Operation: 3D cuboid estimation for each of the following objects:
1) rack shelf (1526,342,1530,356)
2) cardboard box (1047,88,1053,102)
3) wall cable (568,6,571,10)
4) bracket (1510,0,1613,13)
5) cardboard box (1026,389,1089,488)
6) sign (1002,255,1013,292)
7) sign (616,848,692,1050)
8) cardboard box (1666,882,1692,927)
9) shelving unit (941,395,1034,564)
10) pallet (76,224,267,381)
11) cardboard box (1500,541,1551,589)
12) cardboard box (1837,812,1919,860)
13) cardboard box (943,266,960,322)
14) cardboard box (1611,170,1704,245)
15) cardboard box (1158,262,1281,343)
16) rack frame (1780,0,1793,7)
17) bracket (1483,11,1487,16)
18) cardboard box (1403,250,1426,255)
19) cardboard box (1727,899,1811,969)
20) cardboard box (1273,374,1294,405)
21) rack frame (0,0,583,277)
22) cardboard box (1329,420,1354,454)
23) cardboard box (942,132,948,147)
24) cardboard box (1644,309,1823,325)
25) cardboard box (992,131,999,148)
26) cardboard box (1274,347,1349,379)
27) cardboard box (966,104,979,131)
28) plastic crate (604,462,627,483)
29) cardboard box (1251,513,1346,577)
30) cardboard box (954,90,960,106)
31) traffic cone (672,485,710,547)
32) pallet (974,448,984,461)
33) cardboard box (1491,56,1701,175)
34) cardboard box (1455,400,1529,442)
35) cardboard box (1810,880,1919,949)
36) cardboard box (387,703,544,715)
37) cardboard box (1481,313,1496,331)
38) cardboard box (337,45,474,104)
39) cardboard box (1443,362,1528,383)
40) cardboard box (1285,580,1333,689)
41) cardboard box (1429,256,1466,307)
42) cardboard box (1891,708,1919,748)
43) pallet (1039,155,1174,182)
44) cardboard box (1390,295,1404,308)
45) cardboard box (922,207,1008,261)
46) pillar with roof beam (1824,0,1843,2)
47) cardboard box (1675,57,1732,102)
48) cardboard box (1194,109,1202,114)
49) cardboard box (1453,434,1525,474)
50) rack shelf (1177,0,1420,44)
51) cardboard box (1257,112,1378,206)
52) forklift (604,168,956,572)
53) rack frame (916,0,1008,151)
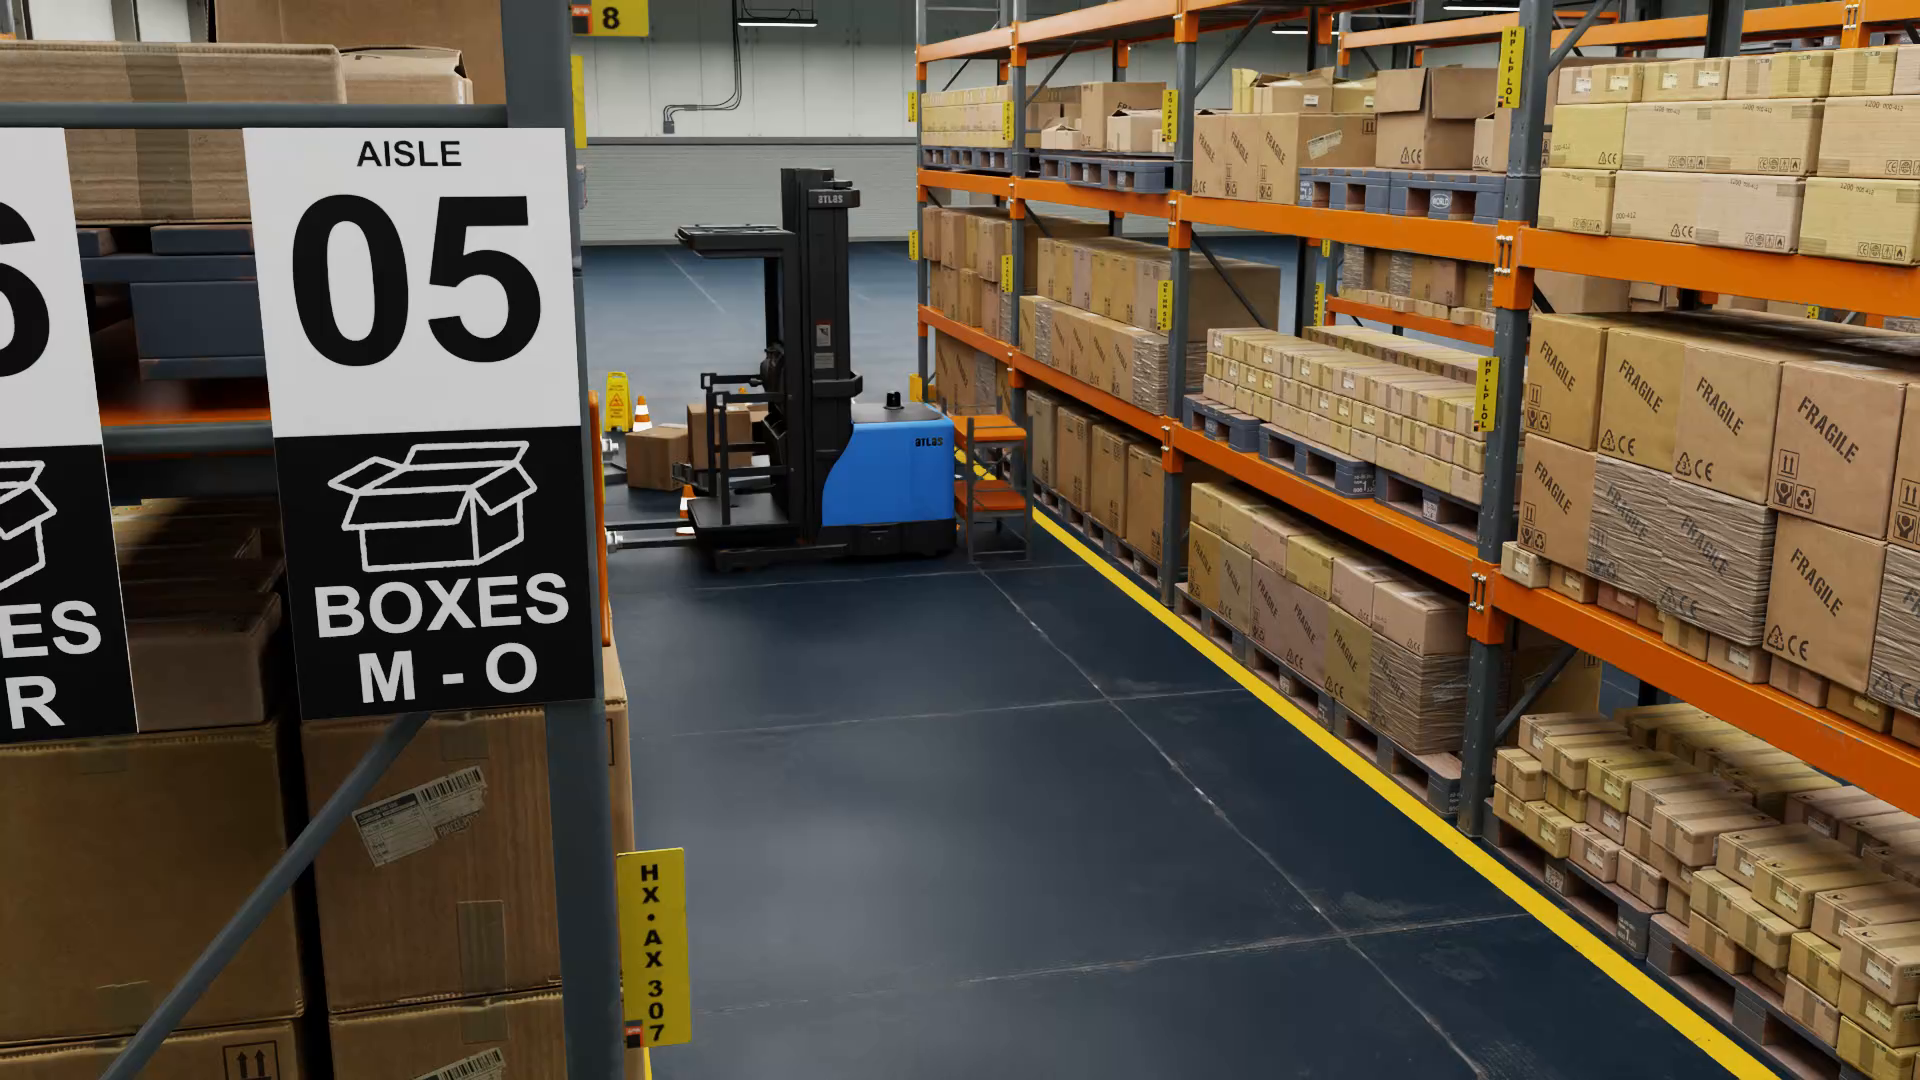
[{"bbox_3d":[6.276,-1.394,14.327,1.077,0.370,4.000,-3,14,-13],"label":"rack shelf"},{"bbox_3d":[1.026,-4.205,15.752,0.380,0.149,0.250,-4,14,-14],"label":"cardboard box"},{"bbox_3d":[-11.117,-16.153,46.899,3.097,2.526,0.112,-3,14,-13],"label":"wall cable"},{"bbox_3d":[15.037,-13.332,41.451,0.076,0.066,4.783,-3,14,-13],"label":"bracket"},{"bbox_3d":[1.194,-0.924,14.746,1.050,0.750,0.750,-3,14,-13],"label":"cardboard box"},{"bbox_3d":[0.422,-2.379,14.854,0.100,0.325,0.005,-3,14,-13],"label":"sign"},{"bbox_3d":[-0.468,0.628,2.547,0.100,0.325,0.005,-3,14,-13],"label":"sign"},{"bbox_3d":[2.990,1.409,6.463,0.380,0.149,0.250,-4,14,-16],"label":"cardboard box"},{"bbox_3d":[0.200,-0.495,13.082,0.538,1.125,1.048,-3,14,-11],"label":"shelving unit"},{"bbox_3d":[-1.193,-0.469,2.891,1.003,0.211,1.213,-3,14,-13],"label":"pallet"},{"bbox_3d":[2.588,0.100,7.228,0.380,0.149,0.250,-3,14,-11],"label":"cardboard box"},{"bbox_3d":[3.554,1.150,6.267,0.380,0.149,0.250,-4,14,-15],"label":"cardboard box"},{"bbox_3d":[0.313,-2.602,17.442,0.875,0.550,0.550,-3,14,-13],"label":"cardboard box"},{"bbox_3d":[2.819,-1.254,6.234,0.500,0.250,0.500,-4,14,-14],"label":"cardboard box"},{"bbox_3d":[1.805,-1.667,11.613,0.700,0.500,0.500,-3,14,-13],"label":"cardboard box"},{"bbox_3d":[9.681,-6.318,20.325,1.000,3.000,0.127,-3,14,-13],"label":"rack frame"},{"bbox_3d":[14.237,-14.118,44.668,0.235,0.232,0.430,-3,14,-13],"label":"bracket"},{"bbox_3d":[5.084,-3.318,17.744,0.500,0.500,0.500,-3,14,-13],"label":"cardboard box"},{"bbox_3d":[2.986,1.387,5.926,0.380,0.149,0.250,-3,14,-13],"label":"cardboard box"},{"bbox_3d":[2.068,-0.893,9.779,0.380,0.149,0.250,-3,14,-13],"label":"cardboard box"},{"bbox_3d":[-1.009,-1.798,1.826,1.000,3.000,0.127,-3,14,-13],"label":"rack frame"},{"bbox_3d":[2.245,-0.569,9.079,0.380,0.149,0.250,-3,14,-11],"label":"cardboard box"},{"bbox_3d":[0.028,-4.132,17.133,0.380,0.149,0.250,-3,14,-13],"label":"cardboard box"},{"bbox_3d":[3.213,-0.691,6.992,0.500,0.500,0.500,-4,14,-15],"label":"cardboard box"},{"bbox_3d":[0.505,-3.663,15.215,0.380,0.149,0.250,-3,14,-12],"label":"cardboard box"},{"bbox_3d":[2.067,-1.040,9.755,0.380,0.149,0.250,-3,14,-11],"label":"cardboard box"},{"bbox_3d":[0.362,-4.064,16.015,0.500,0.250,0.500,-3,14,-14],"label":"cardboard box"},{"bbox_3d":[-3.399,-0.642,15.886,0.402,0.080,0.583,-9,16,-33],"label":"plastic crate"},{"bbox_3d":[2.050,0.022,9.820,0.500,0.250,0.500,-3,14,-13],"label":"cardboard box"},{"bbox_3d":[0.148,-4.402,16.559,0.380,0.149,0.250,-3,14,-12],"label":"cardboard box"},{"bbox_3d":[-2.175,-0.212,13.319,0.336,0.463,0.334,-3,14,-13],"label":"traffic cone"},{"bbox_3d":[0.568,-1.059,17.315,1.003,0.211,1.213,-3,14,-13],"label":"pallet"},{"bbox_3d":[2.858,-1.909,7.505,0.700,0.500,0.500,-3,14,-13],"label":"cardboard box"},{"bbox_3d":[2.556,-0.559,7.784,0.380,0.149,0.250,-3,14,-11],"label":"cardboard box"},{"bbox_3d":[3.151,1.298,5.663,0.380,0.149,0.250,-4,14,-15],"label":"cardboard box"},{"bbox_3d":[-0.823,0.169,2.729,0.380,0.149,0.250,-3,14,-12],"label":"cardboard box"},{"bbox_3d":[5.420,-2.174,16.534,0.380,0.149,0.250,-3,14,-13],"label":"cardboard box"},{"bbox_3d":[-1.312,-0.898,3.556,0.500,0.311,0.500,-3,14,-12],"label":"cardboard box"},{"bbox_3d":[2.890,-0.892,9.147,0.380,0.149,0.250,-3,14,-11],"label":"cardboard box"},{"bbox_3d":[2.185,0.511,9.398,0.500,0.500,0.500,-4,14,-14],"label":"cardboard box"},{"bbox_3d":[5.462,-2.732,17.452,0.875,0.500,0.500,-3,14,-13],"label":"cardboard box"},{"bbox_3d":[3.211,0.577,5.273,0.380,0.149,0.250,-4,14,-16],"label":"cardboard box"},{"bbox_3d":[1.224,-3.107,13.906,0.805,0.209,1.217,-4,14,-15],"label":"pallet"},{"bbox_3d":[5.002,-2.638,18.435,0.380,0.149,0.250,-3,14,-13],"label":"cardboard box"},{"bbox_3d":[0.071,-3.384,18.366,0.875,0.550,0.550,-3,14,-13],"label":"cardboard box"},{"bbox_3d":[13.313,-9.285,32.471,9.100,9.000,0.400,-3,14,-13],"label":"pillar with roof beam"},{"bbox_3d":[2.835,-1.664,6.021,0.380,0.149,0.250,-4,14,-15],"label":"cardboard box"},{"bbox_3d":[1.706,-3.108,12.602,0.500,0.311,0.500,-4,14,-14],"label":"cardboard box"},{"bbox_3d":[2.554,-0.413,7.815,0.380,0.149,0.250,-3,14,-11],"label":"cardboard box"},{"bbox_3d":[2.370,-2.938,8.850,1.077,0.370,4.000,-3,14,-13],"label":"rack shelf"},{"bbox_3d":[2.023,-2.158,9.408,0.500,0.500,0.500,-3,14,-13],"label":"cardboard box"},{"bbox_3d":[-1.602,-1.320,12.652,3.031,2.935,1.130,-3,14,-13],"label":"forklift"},{"bbox_3d":[0.022,-5.788,18.159,1.000,3.000,0.127,-3,14,-13],"label":"rack frame"}]
